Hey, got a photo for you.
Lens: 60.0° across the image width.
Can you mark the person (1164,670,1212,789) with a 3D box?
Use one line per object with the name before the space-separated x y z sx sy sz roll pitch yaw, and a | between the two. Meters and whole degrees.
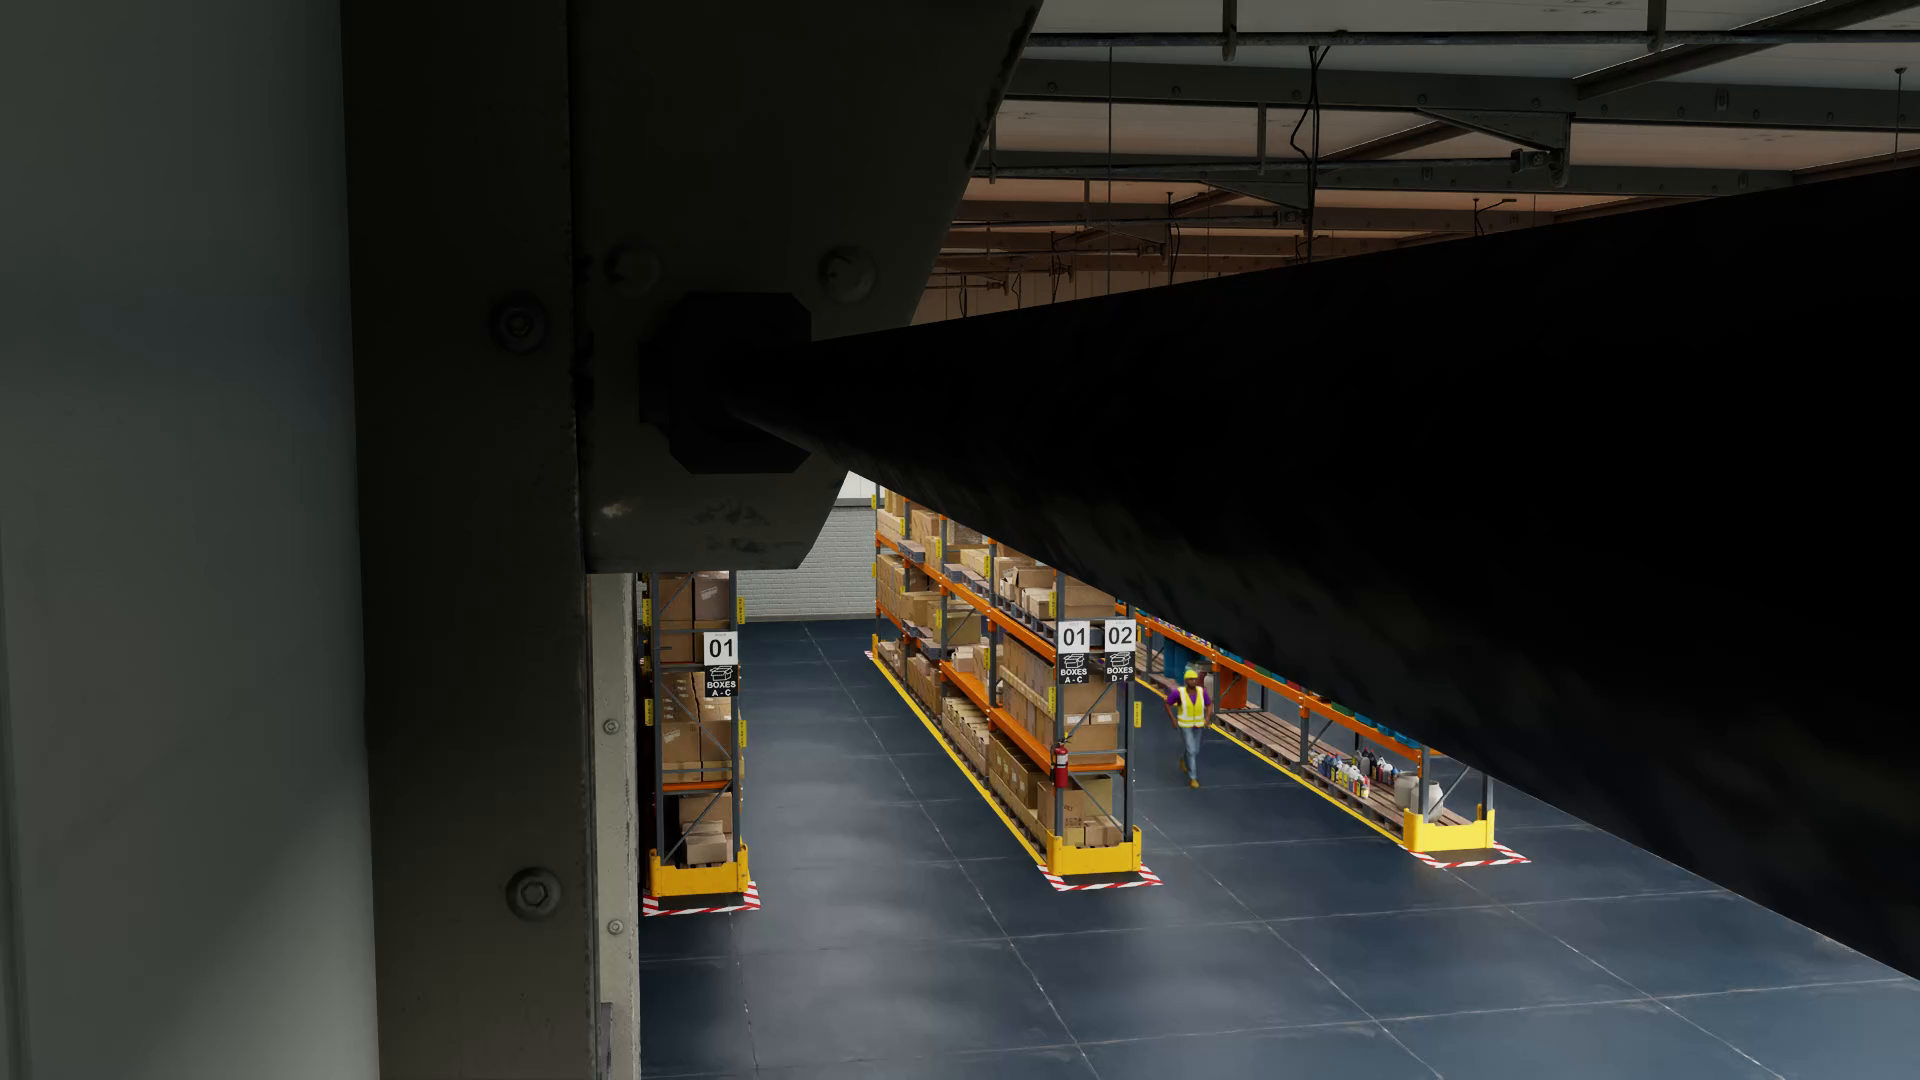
person | 3.518 2.855 25.496 0.711 1.765 0.872 -2 6 -15
